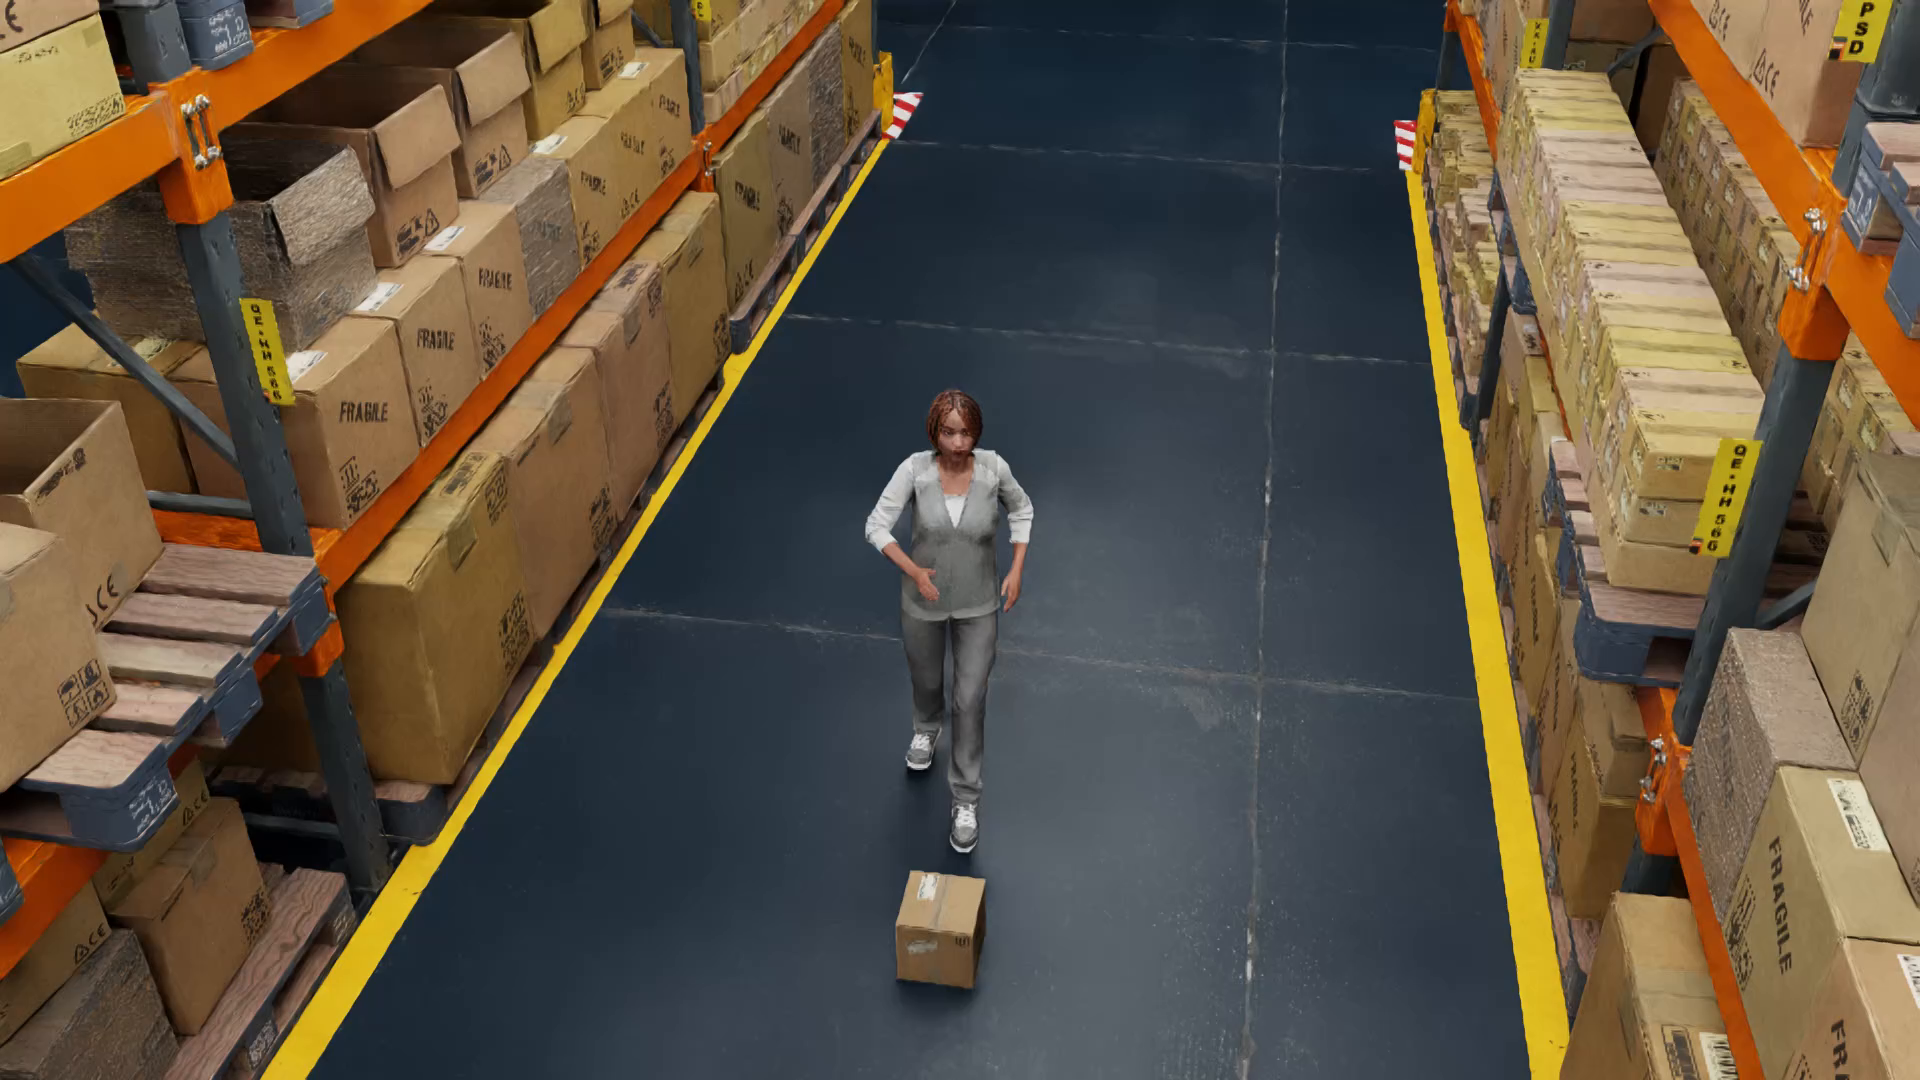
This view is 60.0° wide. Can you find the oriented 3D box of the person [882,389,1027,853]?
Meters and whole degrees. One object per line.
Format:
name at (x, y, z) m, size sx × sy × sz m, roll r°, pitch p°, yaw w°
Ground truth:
person at (-0.024, 0.305, 5.740) m, size 0.551 × 1.490 × 0.700 m, roll -1°, pitch 33°, yaw -2°
